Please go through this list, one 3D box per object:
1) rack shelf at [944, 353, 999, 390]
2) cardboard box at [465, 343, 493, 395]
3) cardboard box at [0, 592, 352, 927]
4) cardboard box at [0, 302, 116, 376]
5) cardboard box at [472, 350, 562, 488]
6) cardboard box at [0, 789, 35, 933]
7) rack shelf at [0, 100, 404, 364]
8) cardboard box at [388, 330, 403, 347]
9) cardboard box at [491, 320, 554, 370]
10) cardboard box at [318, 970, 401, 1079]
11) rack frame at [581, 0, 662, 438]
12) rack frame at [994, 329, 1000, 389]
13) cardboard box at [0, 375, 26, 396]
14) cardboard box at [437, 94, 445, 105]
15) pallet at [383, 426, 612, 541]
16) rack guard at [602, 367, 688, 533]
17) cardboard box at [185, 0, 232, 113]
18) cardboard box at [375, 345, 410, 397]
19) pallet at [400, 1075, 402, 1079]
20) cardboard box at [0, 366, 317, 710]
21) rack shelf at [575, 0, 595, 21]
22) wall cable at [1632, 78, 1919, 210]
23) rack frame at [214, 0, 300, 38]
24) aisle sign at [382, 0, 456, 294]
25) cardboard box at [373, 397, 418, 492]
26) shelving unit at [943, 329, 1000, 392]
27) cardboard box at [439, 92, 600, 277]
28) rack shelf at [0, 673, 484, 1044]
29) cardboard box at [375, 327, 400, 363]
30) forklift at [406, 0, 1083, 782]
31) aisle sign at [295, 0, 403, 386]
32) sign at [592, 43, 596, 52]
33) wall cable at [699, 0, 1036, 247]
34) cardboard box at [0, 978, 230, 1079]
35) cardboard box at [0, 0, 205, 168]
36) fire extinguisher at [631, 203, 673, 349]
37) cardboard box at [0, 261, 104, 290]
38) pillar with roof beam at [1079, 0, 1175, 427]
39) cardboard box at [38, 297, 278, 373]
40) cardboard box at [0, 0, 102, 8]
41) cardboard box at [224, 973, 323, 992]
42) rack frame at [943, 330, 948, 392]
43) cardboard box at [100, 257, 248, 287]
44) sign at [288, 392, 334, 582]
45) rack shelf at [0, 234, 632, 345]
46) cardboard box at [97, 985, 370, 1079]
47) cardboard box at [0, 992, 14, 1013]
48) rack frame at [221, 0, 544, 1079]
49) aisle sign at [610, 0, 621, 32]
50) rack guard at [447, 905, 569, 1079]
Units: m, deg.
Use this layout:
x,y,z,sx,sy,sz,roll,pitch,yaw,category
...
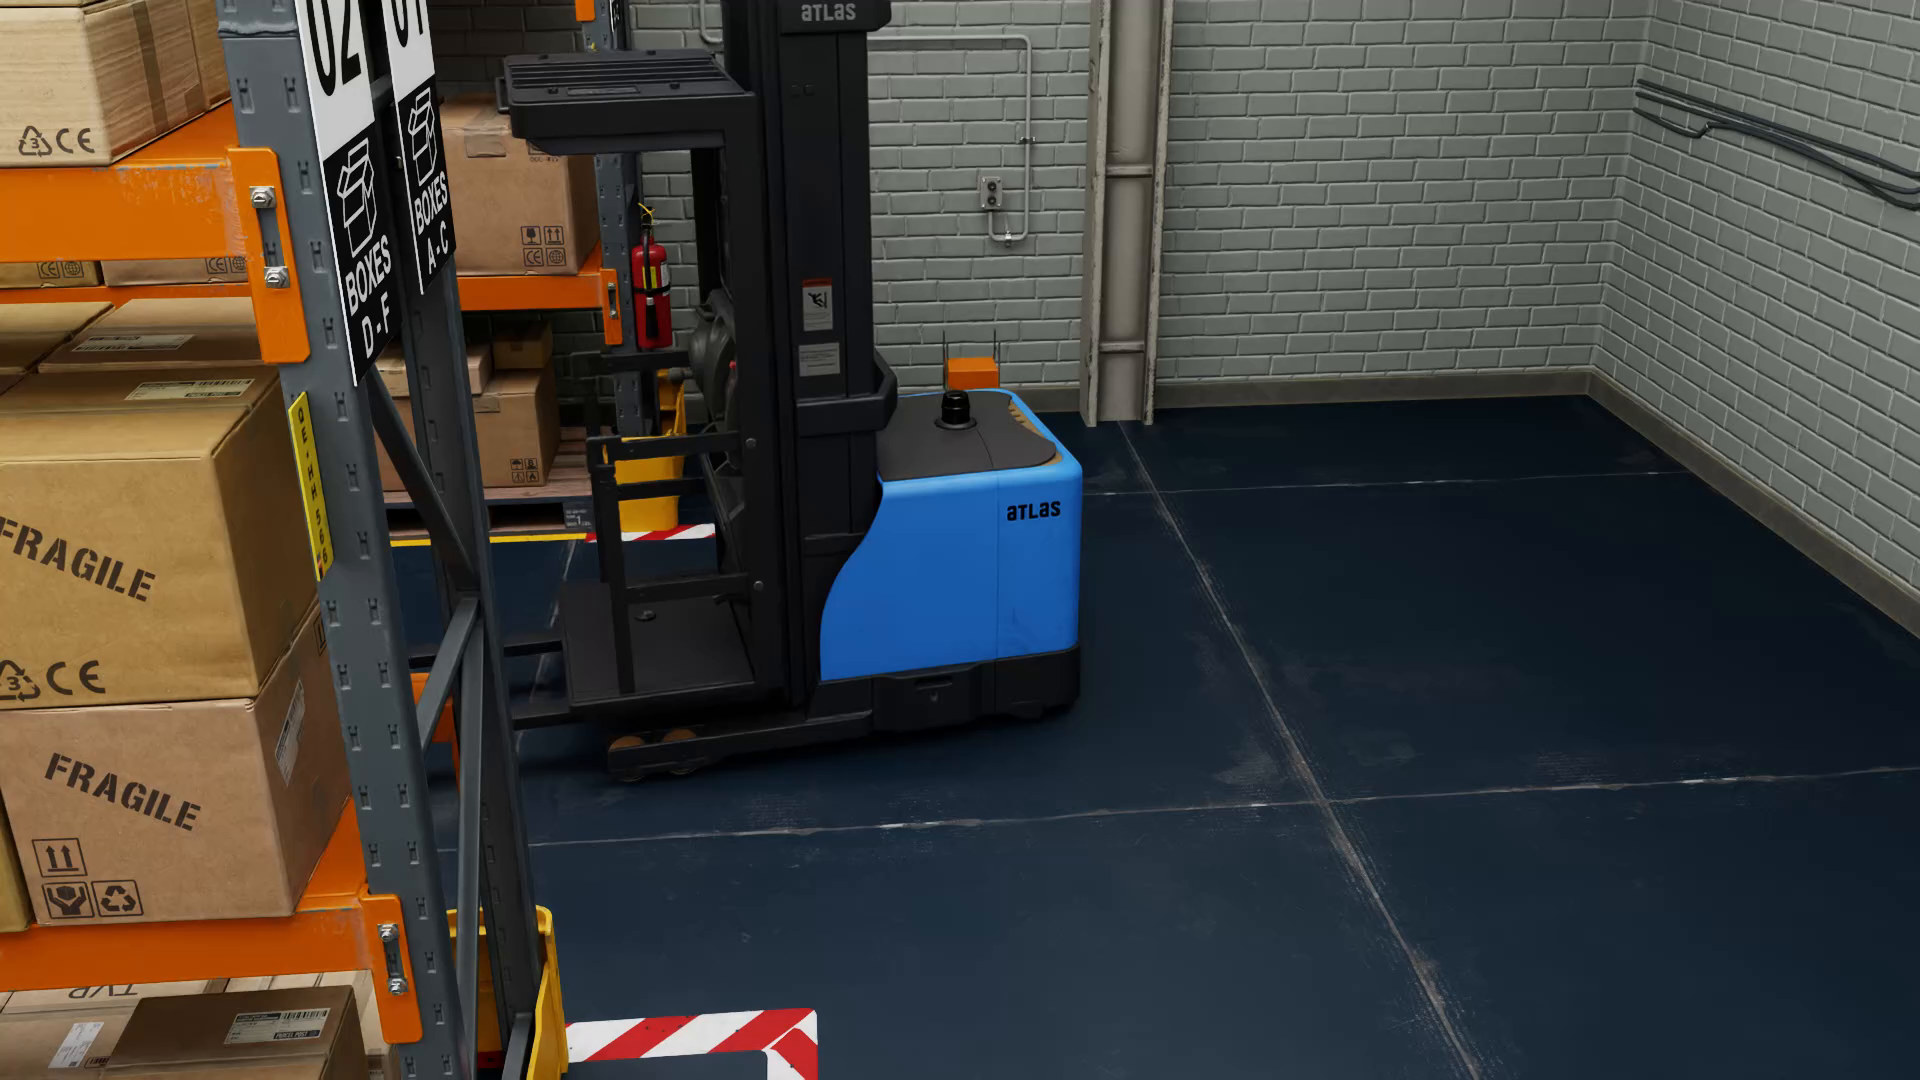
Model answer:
x,y,z,sx,sy,sz,roll,pitch,yaw,category
0.053,-0.732,7.931,0.240,0.259,0.215,-2,24,-5,rack shelf
-2.472,-0.846,8.221,0.250,0.149,0.380,-3,24,-6,cardboard box
-1.604,0.438,3.449,0.500,0.500,0.500,-2,24,-4,cardboard box
-2.172,-0.212,3.680,0.500,0.500,0.500,-2,24,-5,cardboard box
-2.362,-0.628,8.530,0.500,0.500,0.700,-2,24,-5,cardboard box
-2.120,0.460,3.400,0.500,0.500,0.500,-2,24,-5,cardboard box
-3.175,-0.607,3.115,4.000,0.370,1.077,-2,24,-5,rack shelf
-2.762,-0.990,8.545,0.250,0.149,0.380,-2,24,-5,cardboard box
-2.257,-1.010,8.592,0.250,0.149,0.380,-2,24,-5,cardboard box
-1.635,1.335,4.522,0.250,0.149,0.380,-2,24,-5,cardboard box
-1.675,-1.647,8.262,0.127,3.000,1.000,-2,24,-5,rack frame
0.175,-0.487,8.053,0.008,1.050,0.200,-2,24,-5,rack frame
-2.103,0.002,3.198,0.500,0.500,0.500,-2,24,-4,cardboard box
-2.905,-1.726,8.070,0.700,0.700,0.980,-2,24,-6,cardboard box
-2.463,-0.309,8.685,1.213,0.211,1.003,-2,24,-5,pallet
-1.652,-0.505,8.772,0.348,0.500,1.175,-2,24,-5,rack guard
-1.721,-1.029,3.364,0.500,0.250,0.500,-2,24,-5,cardboard box
-2.726,-0.835,8.198,0.250,0.149,0.380,-2,24,-4,cardboard box
-2.054,1.665,4.245,1.213,0.211,1.003,-2,24,-5,pallet
-1.601,-0.018,3.244,0.500,0.500,0.500,-3,24,-6,cardboard box
-3.666,-2.609,7.619,4.000,0.370,1.077,-2,24,-5,rack shelf
3.988,-3.051,7.857,0.112,2.526,3.097,-2,24,-5,wall cable
-1.185,-2.386,2.539,0.127,3.000,1.000,-2,24,-5,rack frame
-1.146,-0.954,3.503,0.004,0.787,0.394,-2,24,-5,aisle sign
-2.860,-0.608,8.485,0.500,0.500,0.700,-2,24,-5,cardboard box
0.053,-0.482,8.042,0.252,1.050,0.215,-2,24,-5,shelving unit
-2.182,-1.759,8.146,0.700,0.700,0.980,-1,24,-3,cardboard box
-3.175,0.764,3.724,4.000,0.370,1.077,-2,24,-5,rack shelf
-3.011,-0.980,8.523,0.250,0.149,0.380,-2,24,-5,cardboard box
-1.095,-0.674,6.157,3.031,2.935,1.130,-6,25,-14,forklift
-1.087,-0.711,2.957,0.004,0.787,0.394,-2,24,-5,aisle sign
-1.636,-2.064,7.484,0.005,0.325,0.100,-2,24,-5,sign
-0.494,-2.544,9.031,1.851,1.984,0.084,-2,24,-5,wall cable
-2.251,1.338,4.391,0.500,0.250,0.500,-2,24,-5,cardboard box
-1.670,-0.820,2.893,0.500,0.250,0.500,-2,24,-5,cardboard box
-1.480,-1.260,7.947,0.183,0.674,0.296,-2,24,-5,fire extinguisher
-4.388,-1.666,7.936,0.700,0.700,0.980,-3,24,-6,cardboard box
1.350,-3.105,4.158,0.400,9.000,9.100,-2,24,-5,pillar with roof beam
-1.652,-0.236,3.734,0.500,0.500,0.500,-2,24,-4,cardboard box
-1.671,-1.052,2.799,0.500,0.250,0.500,-2,24,-5,cardboard box
-1.884,1.337,4.496,0.250,0.166,0.380,-2,24,-5,cardboard box
-0.068,-0.477,8.031,0.008,1.050,0.200,-2,24,-5,rack frame
-3.665,-1.699,8.010,0.700,0.700,0.980,-3,24,-8,cardboard box
-1.150,-0.093,2.952,0.005,0.325,0.100,-2,24,-5,sign
-3.666,-1.238,8.228,4.000,0.370,1.077,-2,24,-5,rack shelf
-1.702,1.418,3.903,0.500,0.500,0.500,-2,24,-5,cardboard box
-2.749,1.358,4.346,0.500,0.250,0.500,-2,24,-5,cardboard box
-1.185,0.355,3.757,0.127,3.000,1.000,-2,24,-5,rack frame
-1.574,-2.716,7.467,0.004,0.787,0.394,-2,24,-5,aisle sign
-1.260,1.501,4.258,0.348,0.500,1.175,-2,24,-5,rack guard
